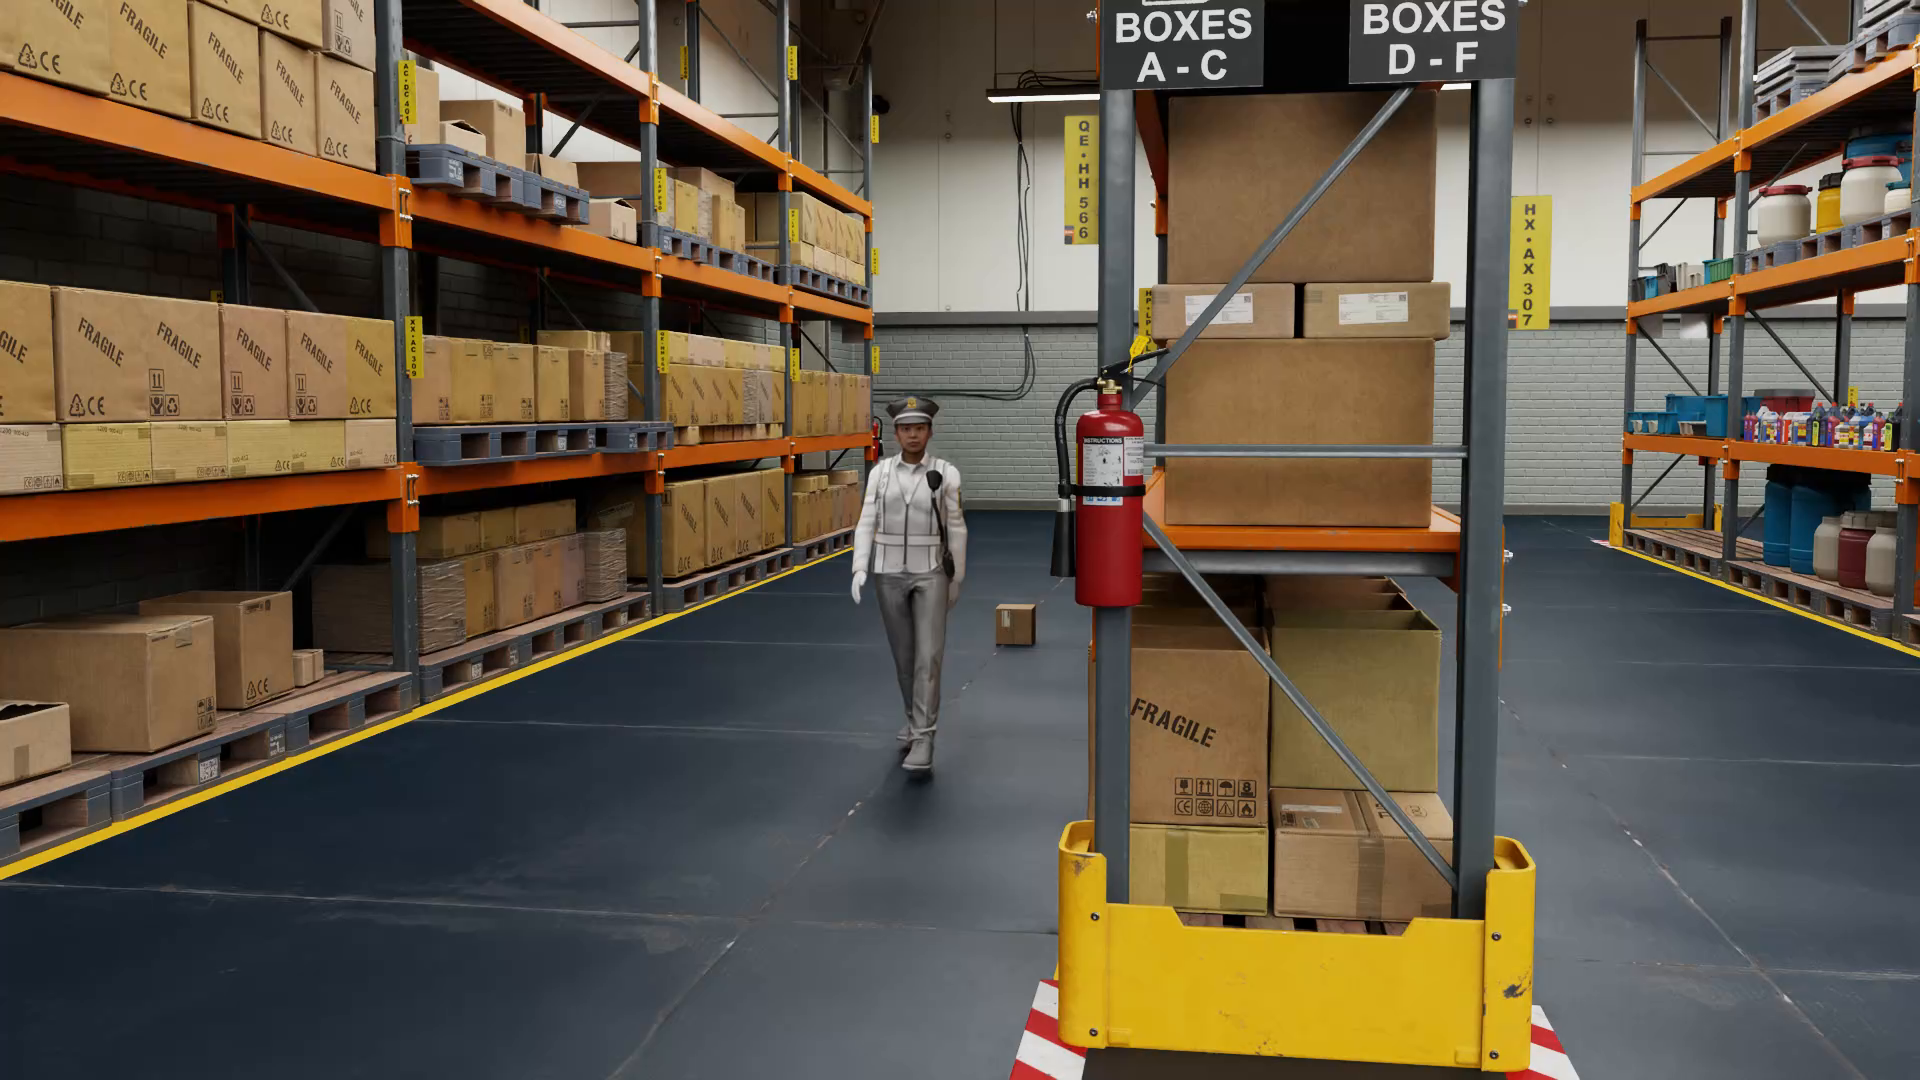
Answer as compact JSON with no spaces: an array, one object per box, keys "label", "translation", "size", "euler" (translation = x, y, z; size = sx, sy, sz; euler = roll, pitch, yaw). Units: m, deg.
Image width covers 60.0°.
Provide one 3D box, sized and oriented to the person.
[{"label":"person","translation":[-0.245,0.165,7.534],"size":[0.499,1.635,0.954],"euler":[1,5,10]}]
